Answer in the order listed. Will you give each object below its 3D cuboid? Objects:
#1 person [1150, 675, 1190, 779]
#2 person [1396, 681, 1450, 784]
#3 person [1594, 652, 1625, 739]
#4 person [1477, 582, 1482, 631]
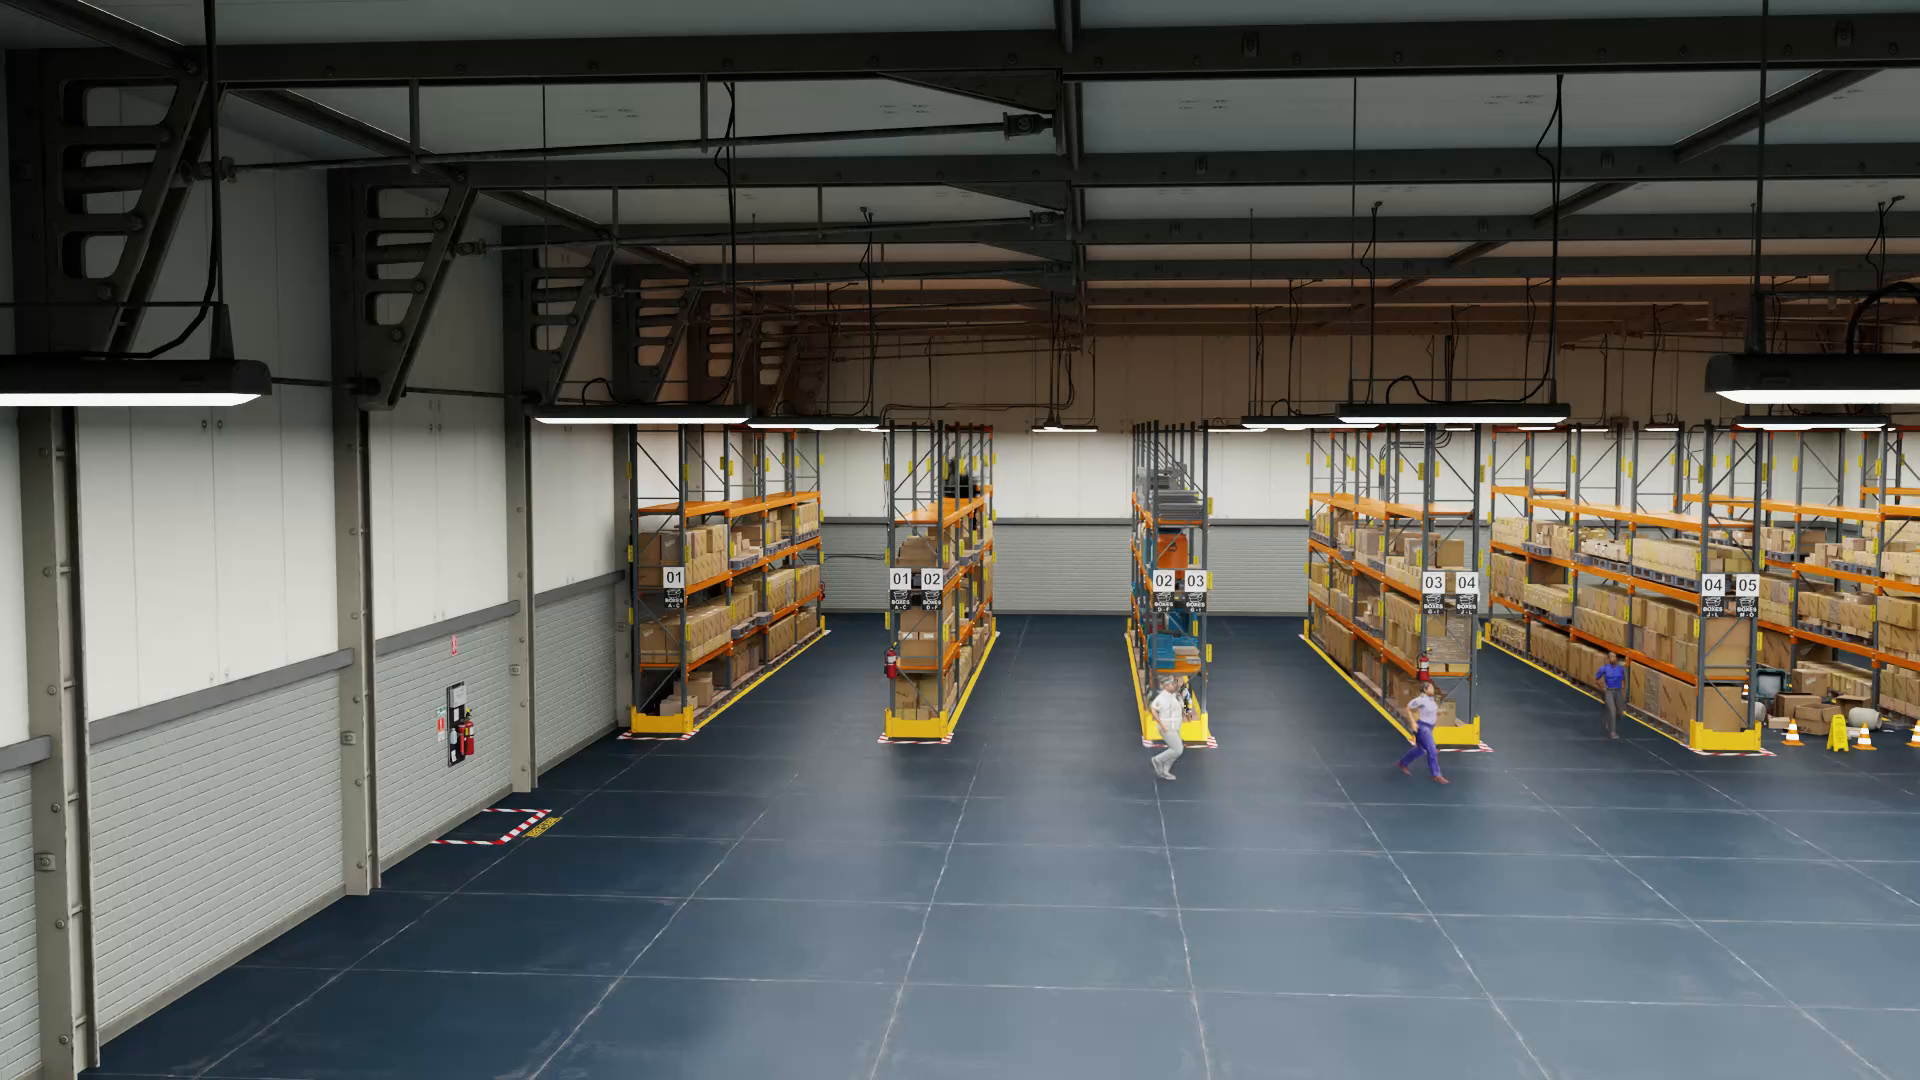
[{"bbox_3d":[3.511,3.107,27.588,0.590,1.743,0.657,2,4,28],"label":"person"},{"bbox_3d":[7.637,3.151,27.382,0.919,1.633,0.599,2,4,34],"label":"person"},{"bbox_3d":[12.328,2.926,31.512,0.581,1.597,0.701,0,4,-3],"label":"person"},{"bbox_3d":[14.512,1.921,47.090,0.763,1.694,0.630,-1,4,-18],"label":"person"}]
